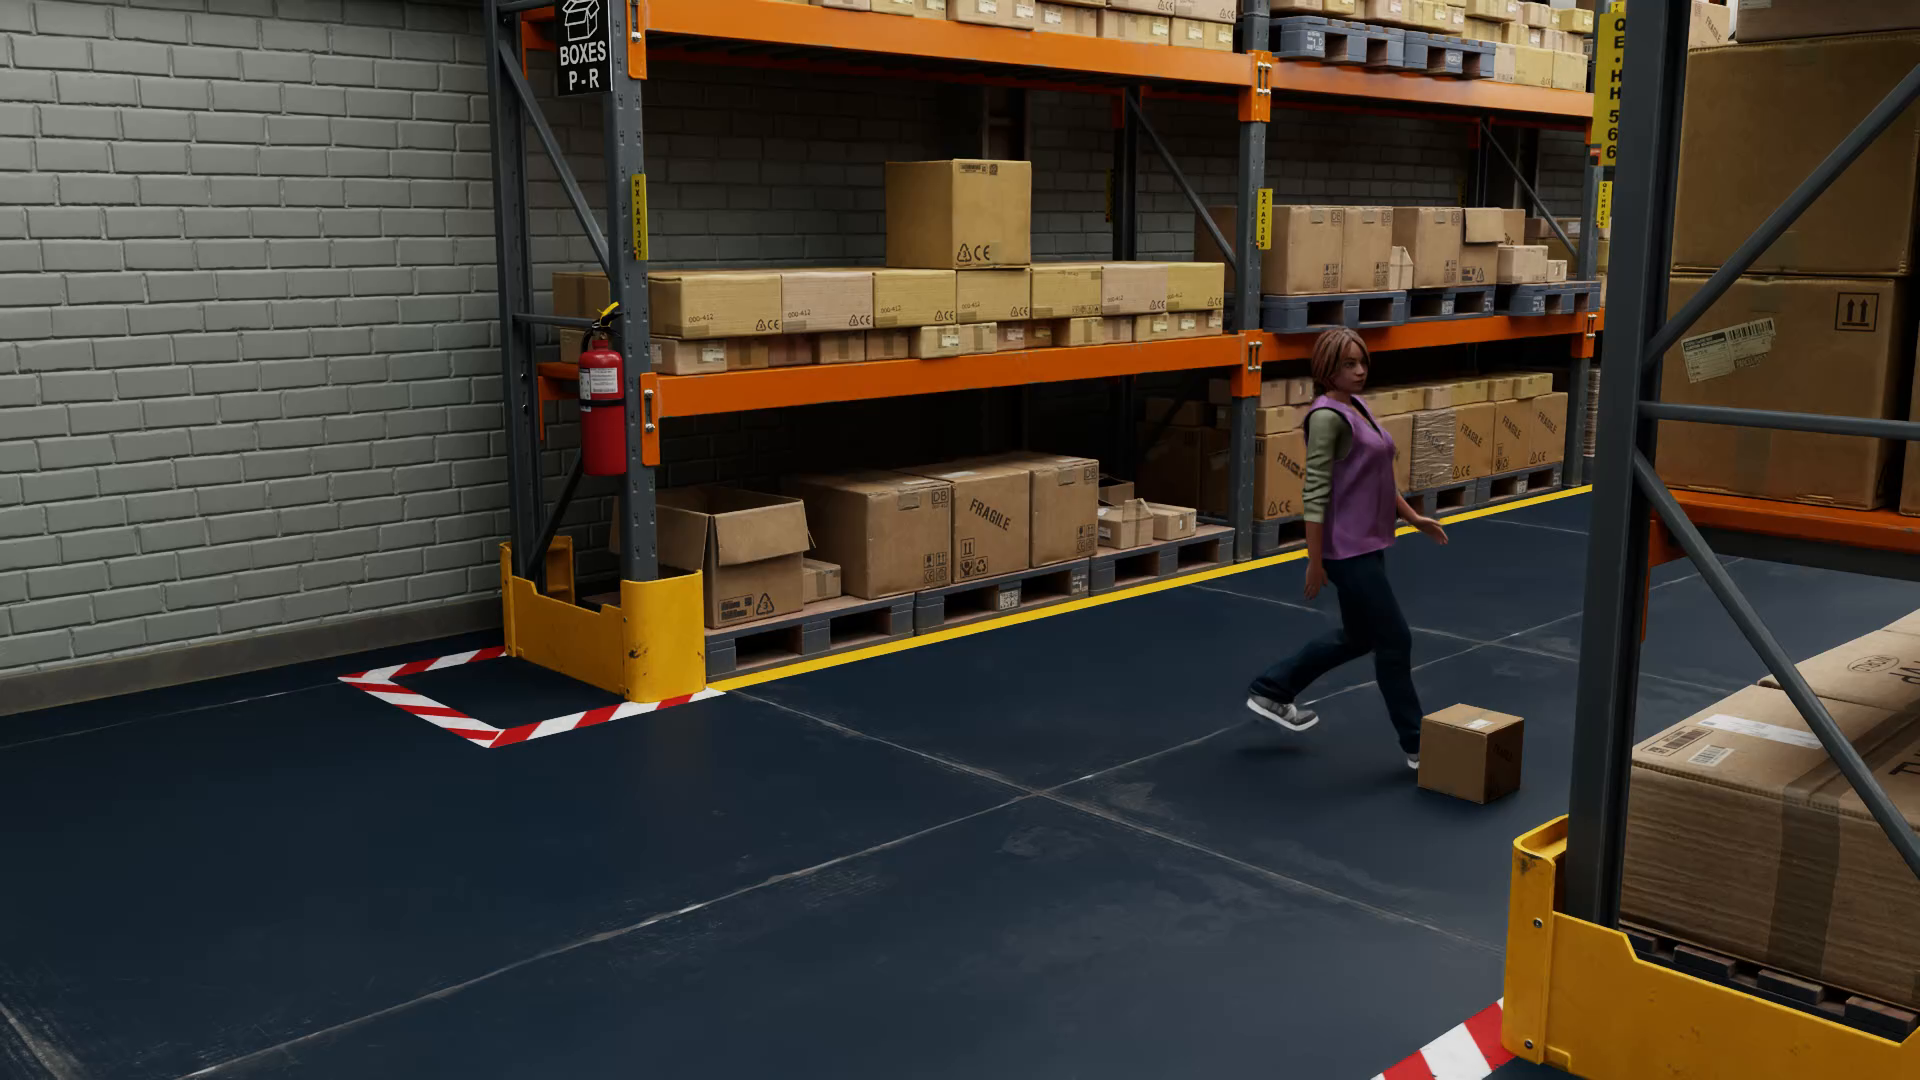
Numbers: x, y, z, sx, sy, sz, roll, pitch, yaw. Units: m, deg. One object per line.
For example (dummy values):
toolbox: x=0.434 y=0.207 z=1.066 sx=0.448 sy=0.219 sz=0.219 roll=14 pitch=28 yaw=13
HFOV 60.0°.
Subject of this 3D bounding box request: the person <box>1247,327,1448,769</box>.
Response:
person: x=1.445 y=0.026 z=5.851 sx=0.855 sy=1.541 sz=0.481 roll=5 pitch=12 yaw=26
